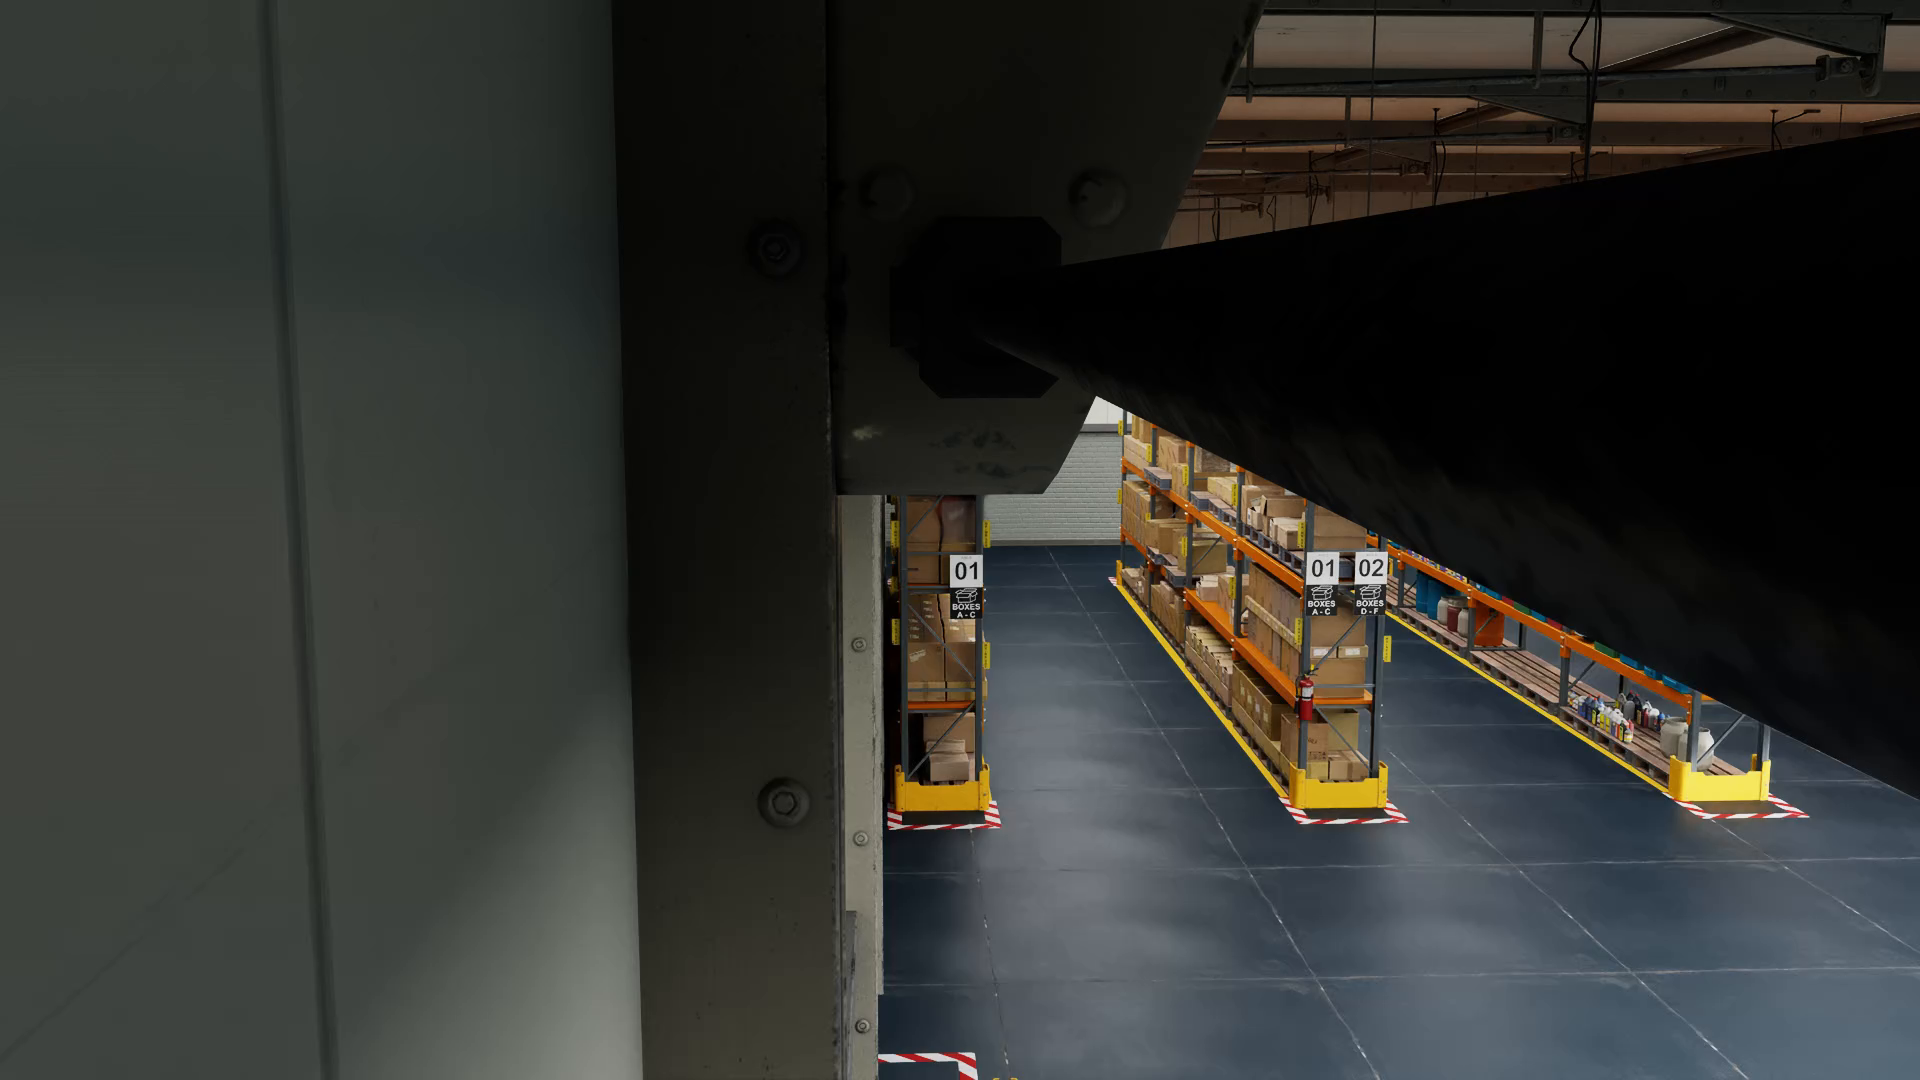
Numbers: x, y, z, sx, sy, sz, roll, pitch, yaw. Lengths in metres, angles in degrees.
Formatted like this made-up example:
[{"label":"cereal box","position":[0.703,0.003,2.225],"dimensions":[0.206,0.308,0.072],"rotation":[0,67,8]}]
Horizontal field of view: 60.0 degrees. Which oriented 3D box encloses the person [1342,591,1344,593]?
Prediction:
[{"label":"person","position":[6.702,1.007,30.348],"dimensions":[0.653,1.750,0.829],"rotation":[-2,9,-15]}]
